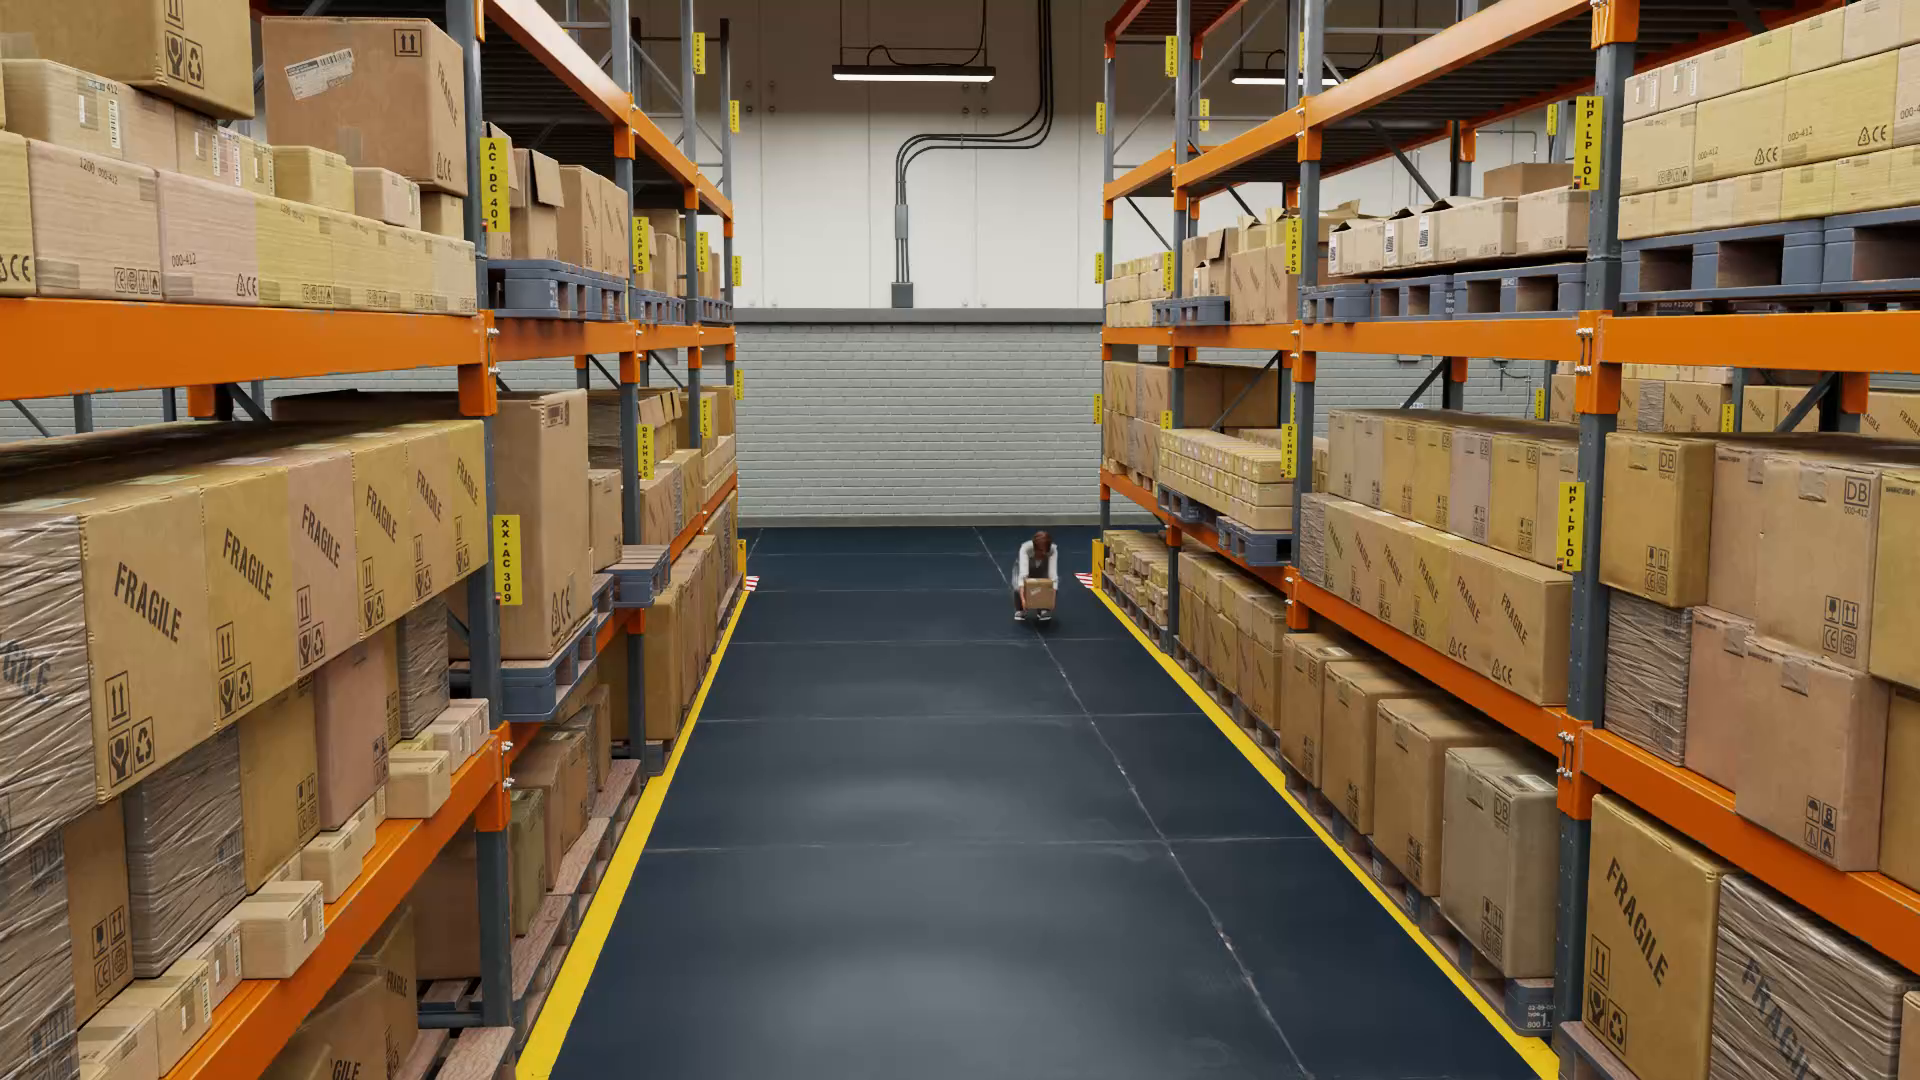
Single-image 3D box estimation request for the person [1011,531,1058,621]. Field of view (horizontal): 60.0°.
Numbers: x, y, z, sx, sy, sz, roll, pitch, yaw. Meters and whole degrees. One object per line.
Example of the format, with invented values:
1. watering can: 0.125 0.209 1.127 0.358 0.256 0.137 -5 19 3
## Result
1. person: 0.715 0.347 15.910 0.427 0.892 0.828 -1 7 -5
